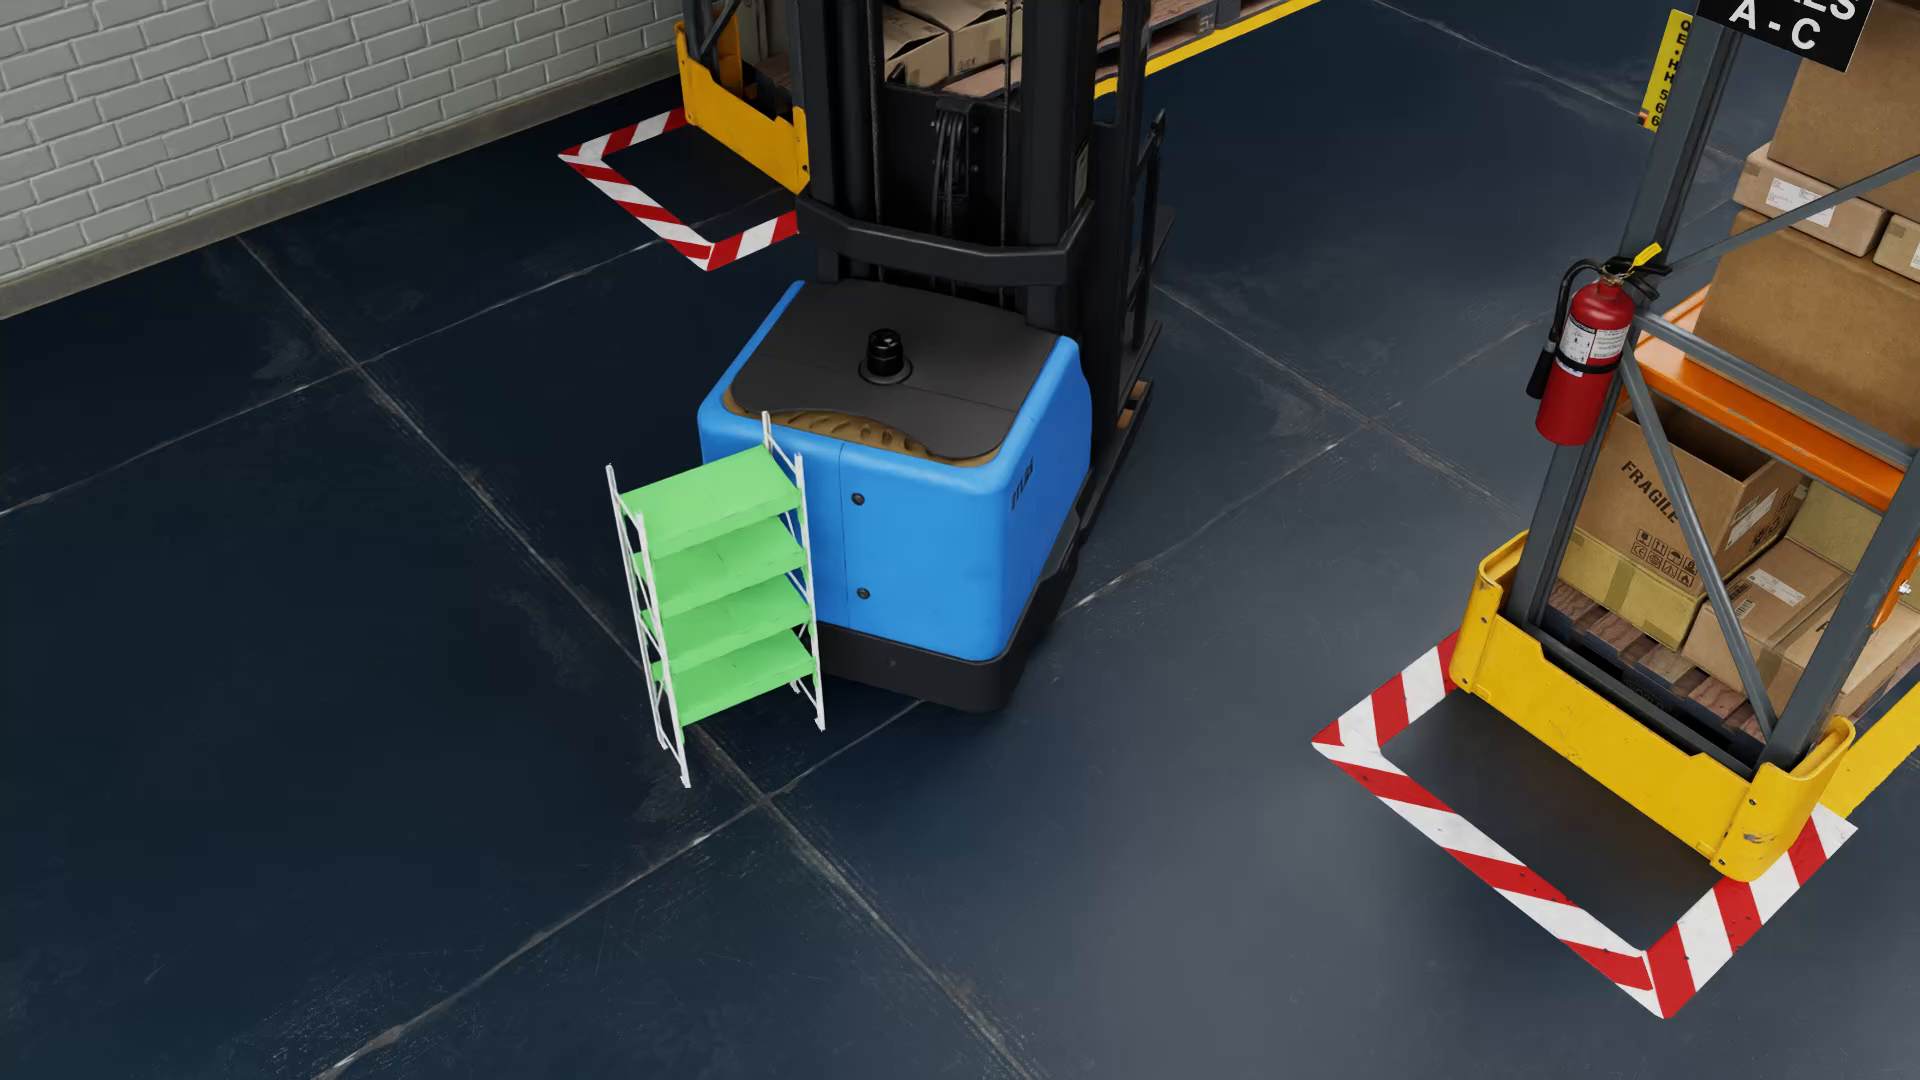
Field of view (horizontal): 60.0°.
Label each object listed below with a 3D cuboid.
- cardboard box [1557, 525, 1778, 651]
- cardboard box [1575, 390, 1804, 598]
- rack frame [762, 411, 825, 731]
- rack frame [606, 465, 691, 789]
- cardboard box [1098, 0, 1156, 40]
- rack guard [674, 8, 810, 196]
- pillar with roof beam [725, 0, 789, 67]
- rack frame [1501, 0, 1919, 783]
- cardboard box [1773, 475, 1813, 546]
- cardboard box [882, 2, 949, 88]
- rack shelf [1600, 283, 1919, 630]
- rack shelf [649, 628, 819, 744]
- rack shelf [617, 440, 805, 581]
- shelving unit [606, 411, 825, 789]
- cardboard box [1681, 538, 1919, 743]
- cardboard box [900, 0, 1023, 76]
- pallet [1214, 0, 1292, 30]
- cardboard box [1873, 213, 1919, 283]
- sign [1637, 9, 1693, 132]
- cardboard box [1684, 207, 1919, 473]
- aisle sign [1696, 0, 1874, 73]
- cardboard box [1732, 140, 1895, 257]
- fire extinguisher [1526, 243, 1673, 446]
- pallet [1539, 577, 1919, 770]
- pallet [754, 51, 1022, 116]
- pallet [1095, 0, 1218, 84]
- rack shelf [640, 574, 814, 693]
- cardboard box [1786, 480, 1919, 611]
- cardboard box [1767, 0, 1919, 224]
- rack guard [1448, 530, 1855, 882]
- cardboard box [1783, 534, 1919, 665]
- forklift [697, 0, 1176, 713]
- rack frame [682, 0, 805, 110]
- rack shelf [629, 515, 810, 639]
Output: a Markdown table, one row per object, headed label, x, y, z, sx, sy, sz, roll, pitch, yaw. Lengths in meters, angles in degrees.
| label | x | y | z | sx | sy | sz | roll | pitch | yaw |
| --- | --- | --- | --- | --- | --- | --- | --- | --- | --- |
| cardboard box | 2.411 | 0.046 | 5.712 | 0.500 | 0.250 | 0.500 | -30 | 51 | -28 |
| cardboard box | 2.410 | -0.229 | 5.456 | 0.500 | 0.500 | 0.500 | -30 | 51 | -28 |
| rack frame | -0.518 | 0.129 | 5.236 | 0.015 | 1.200 | 0.240 | -22 | 47 | -21 |
| rack frame | -0.940 | 0.297 | 5.058 | 0.015 | 1.200 | 0.240 | -22 | 47 | -21 |
| cardboard box | 0.629 | -3.064 | 8.826 | 0.500 | 0.500 | 0.700 | -33 | 52 | -30 |
| rack guard | -0.934 | -2.134 | 8.158 | 0.348 | 0.500 | 1.175 | -30 | 51 | -28 |
| pillar with roof beam | 1.752 | -3.700 | 3.617 | 0.400 | 9.000 | 9.100 | -30 | 51 | -28 |
| rack frame | 2.189 | -0.413 | 4.498 | 0.127 | 3.000 | 1.000 | -30 | 51 | -28 |
| cardboard box | 2.787 | -0.180 | 5.952 | 0.500 | 0.250 | 0.500 | -30 | 51 | -28 |
| cardboard box | -0.404 | -2.449 | 8.309 | 0.500 | 0.311 | 0.500 | 33 | 52 | 30 |
| rack shelf | 3.723 | -1.029 | 5.680 | 4.000 | 0.370 | 1.077 | -30 | 51 | -28 |
| rack shelf | -0.729 | 0.434 | 5.355 | 0.480 | 0.148 | 0.258 | -22 | 47 | -21 |
| rack shelf | -0.729 | -0.091 | 4.862 | 0.480 | 0.148 | 0.258 | -22 | 47 | -21 |
| shelving unit | -0.729 | 0.213 | 5.147 | 0.503 | 1.200 | 0.258 | -22 | 47 | -21 |
| cardboard box | 2.743 | 0.318 | 5.422 | 0.500 | 0.250 | 0.500 | -30 | 51 | -28 |
| cardboard box | 0.034 | -2.700 | 8.576 | 0.500 | 0.311 | 0.500 | -26 | 49 | -25 |
| pallet | 1.584 | -3.439 | 9.758 | 1.213 | 0.211 | 1.003 | -30 | 51 | -28 |
| cardboard box | 2.628 | -0.745 | 4.305 | 0.250 | 0.149 | 0.380 | -30 | 51 | -28 |
| sign | 1.852 | -1.212 | 4.331 | 0.005 | 0.325 | 0.100 | -30 | 51 | -28 |
| cardboard box | 2.555 | -0.647 | 4.675 | 0.500 | 0.500 | 0.700 | -30 | 51 | -28 |
| aisle sign | 1.950 | -1.486 | 3.742 | 0.004 | 0.787 | 0.394 | -30 | 51 | -28 |
| cardboard box | 2.360 | -0.953 | 4.527 | 0.250 | 0.149 | 0.380 | -31 | 51 | -28 |
| fire extinguisher | 1.800 | -0.576 | 4.729 | 0.183 | 0.674 | 0.296 | -30 | 51 | -28 |
| pallet | 2.749 | 0.246 | 5.834 | 1.213 | 0.211 | 1.003 | -30 | 51 | -28 |
| pallet | -0.288 | -2.367 | 8.617 | 1.213 | 0.211 | 1.003 | -30 | 51 | -28 |
| pallet | 0.647 | -2.900 | 9.184 | 1.213 | 0.211 | 1.003 | -30 | 51 | -28 |
| rack shelf | -0.729 | 0.259 | 5.191 | 0.480 | 0.148 | 0.258 | -22 | 47 | -21 |
| cardboard box | 3.126 | -0.176 | 5.400 | 0.500 | 0.500 | 0.500 | -30 | 51 | -28 |
| cardboard box | 2.596 | -1.144 | 4.256 | 0.500 | 0.500 | 0.700 | -30 | 51 | -28 |
| rack guard | 2.171 | 0.509 | 5.343 | 0.348 | 0.500 | 1.175 | -30 | 51 | -28 |
| cardboard box | 3.124 | 0.096 | 5.658 | 0.500 | 0.250 | 0.500 | -30 | 51 | -28 |
| forklift | 0.145 | -1.516 | 5.724 | 1.130 | 2.935 | 3.031 | 14 | 45 | 14 |
| rack frame | -0.992 | -3.012 | 7.266 | 0.127 | 3.000 | 1.000 | -30 | 51 | -28 |
| rack shelf | -0.729 | 0.084 | 5.026 | 0.480 | 0.148 | 0.258 | -22 | 47 | -21 |
